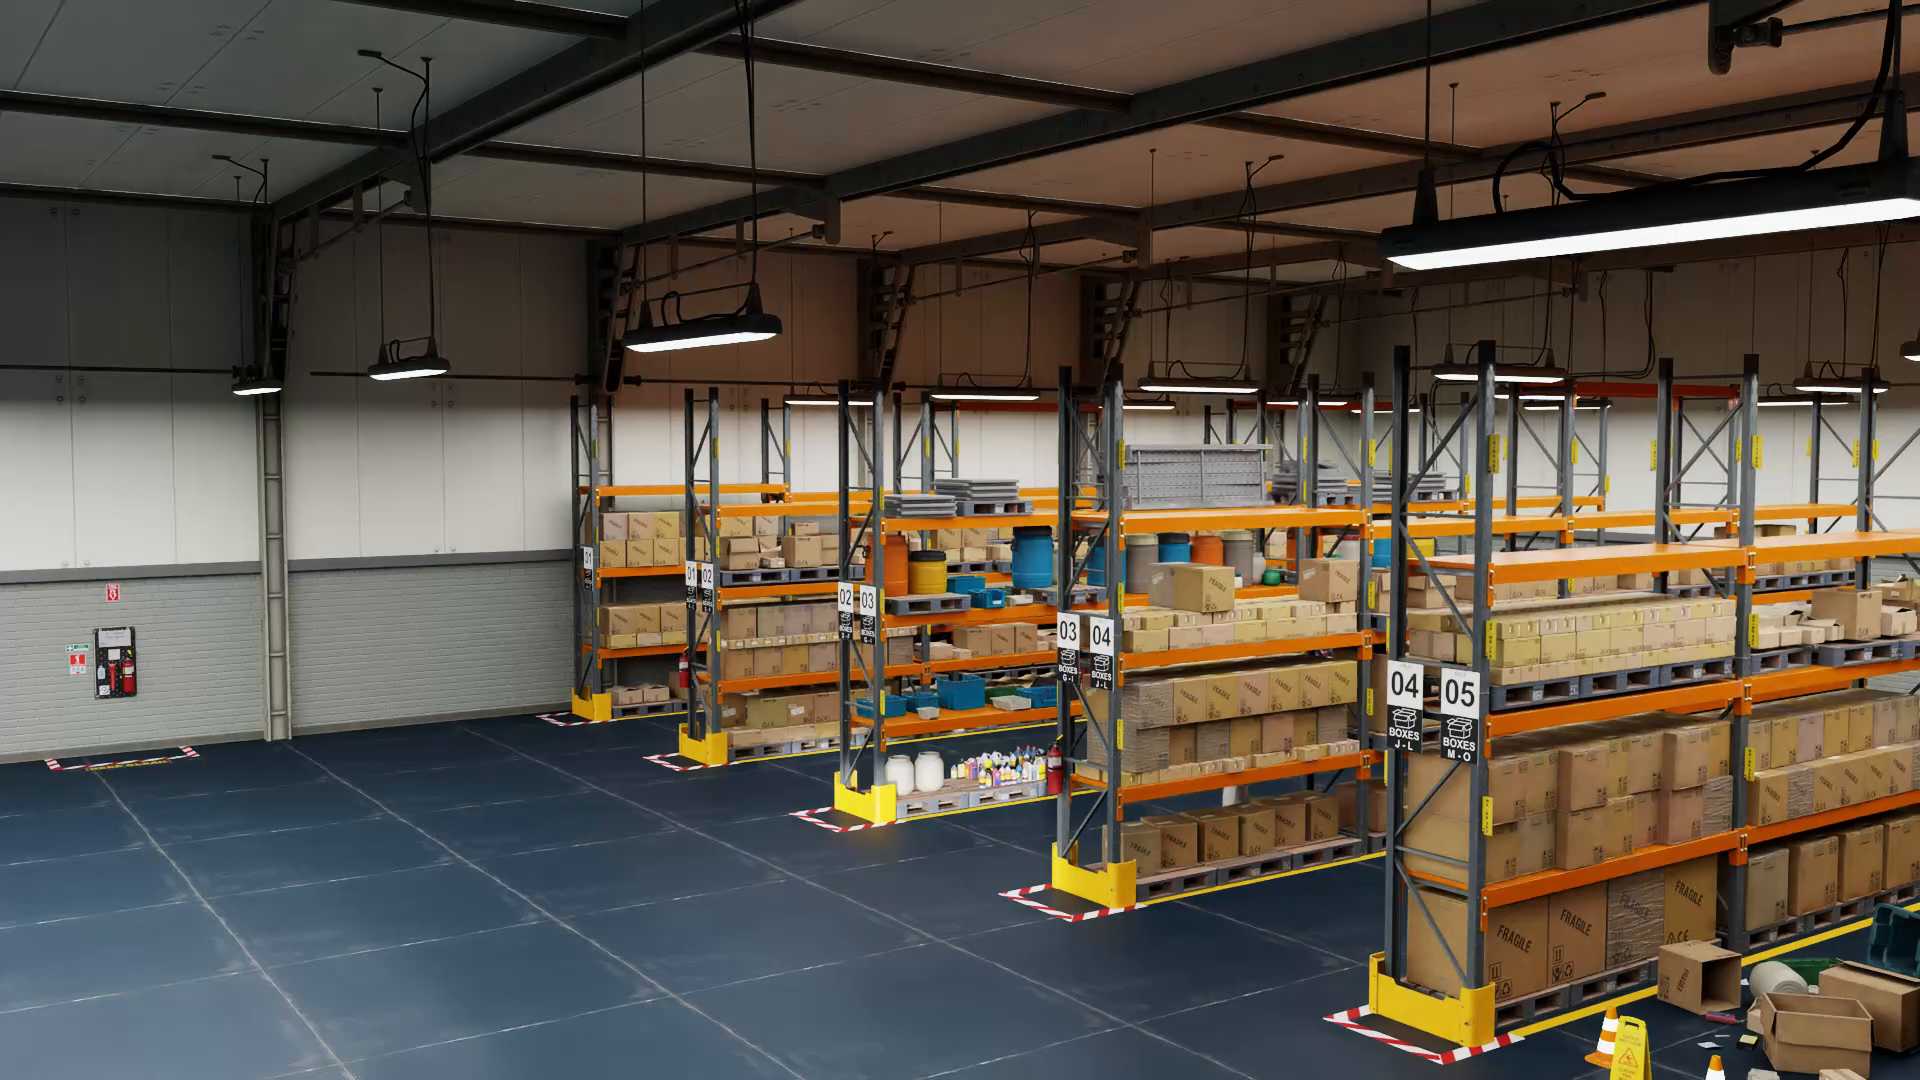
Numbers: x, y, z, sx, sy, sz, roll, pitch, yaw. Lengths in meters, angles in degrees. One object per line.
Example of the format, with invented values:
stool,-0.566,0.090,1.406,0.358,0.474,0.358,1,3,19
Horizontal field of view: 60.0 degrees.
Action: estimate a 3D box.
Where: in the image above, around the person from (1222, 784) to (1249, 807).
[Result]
person,3.700,2.924,22.458,0.459,1.788,0.583,2,4,36
